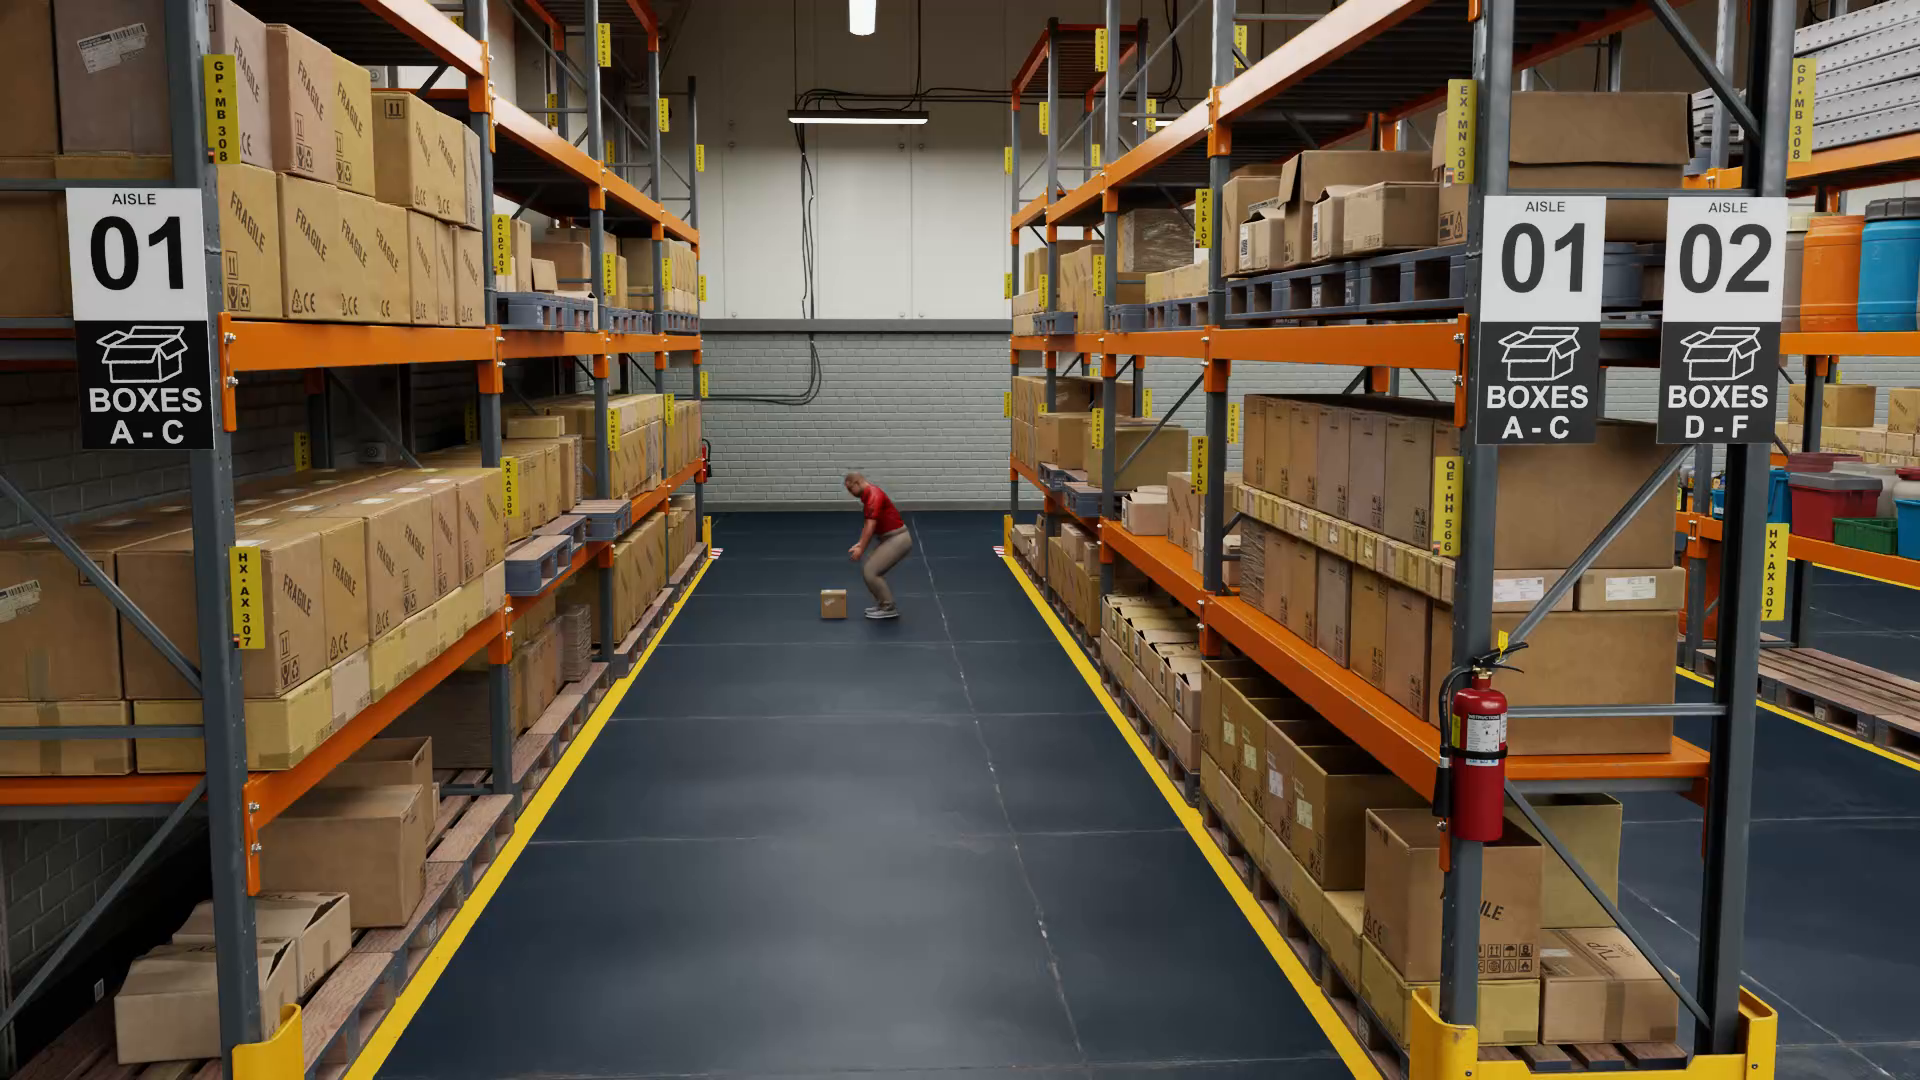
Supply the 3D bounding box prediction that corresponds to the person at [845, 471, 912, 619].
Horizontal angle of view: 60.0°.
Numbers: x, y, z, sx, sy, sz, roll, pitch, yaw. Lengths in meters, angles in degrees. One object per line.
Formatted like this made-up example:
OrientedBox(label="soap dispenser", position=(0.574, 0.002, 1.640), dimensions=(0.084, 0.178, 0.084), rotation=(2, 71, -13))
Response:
OrientedBox(label="person", position=(-0.835, 0.045, 16.588), dimensions=(0.615, 1.466, 0.588), rotation=(0, 7, -3))
